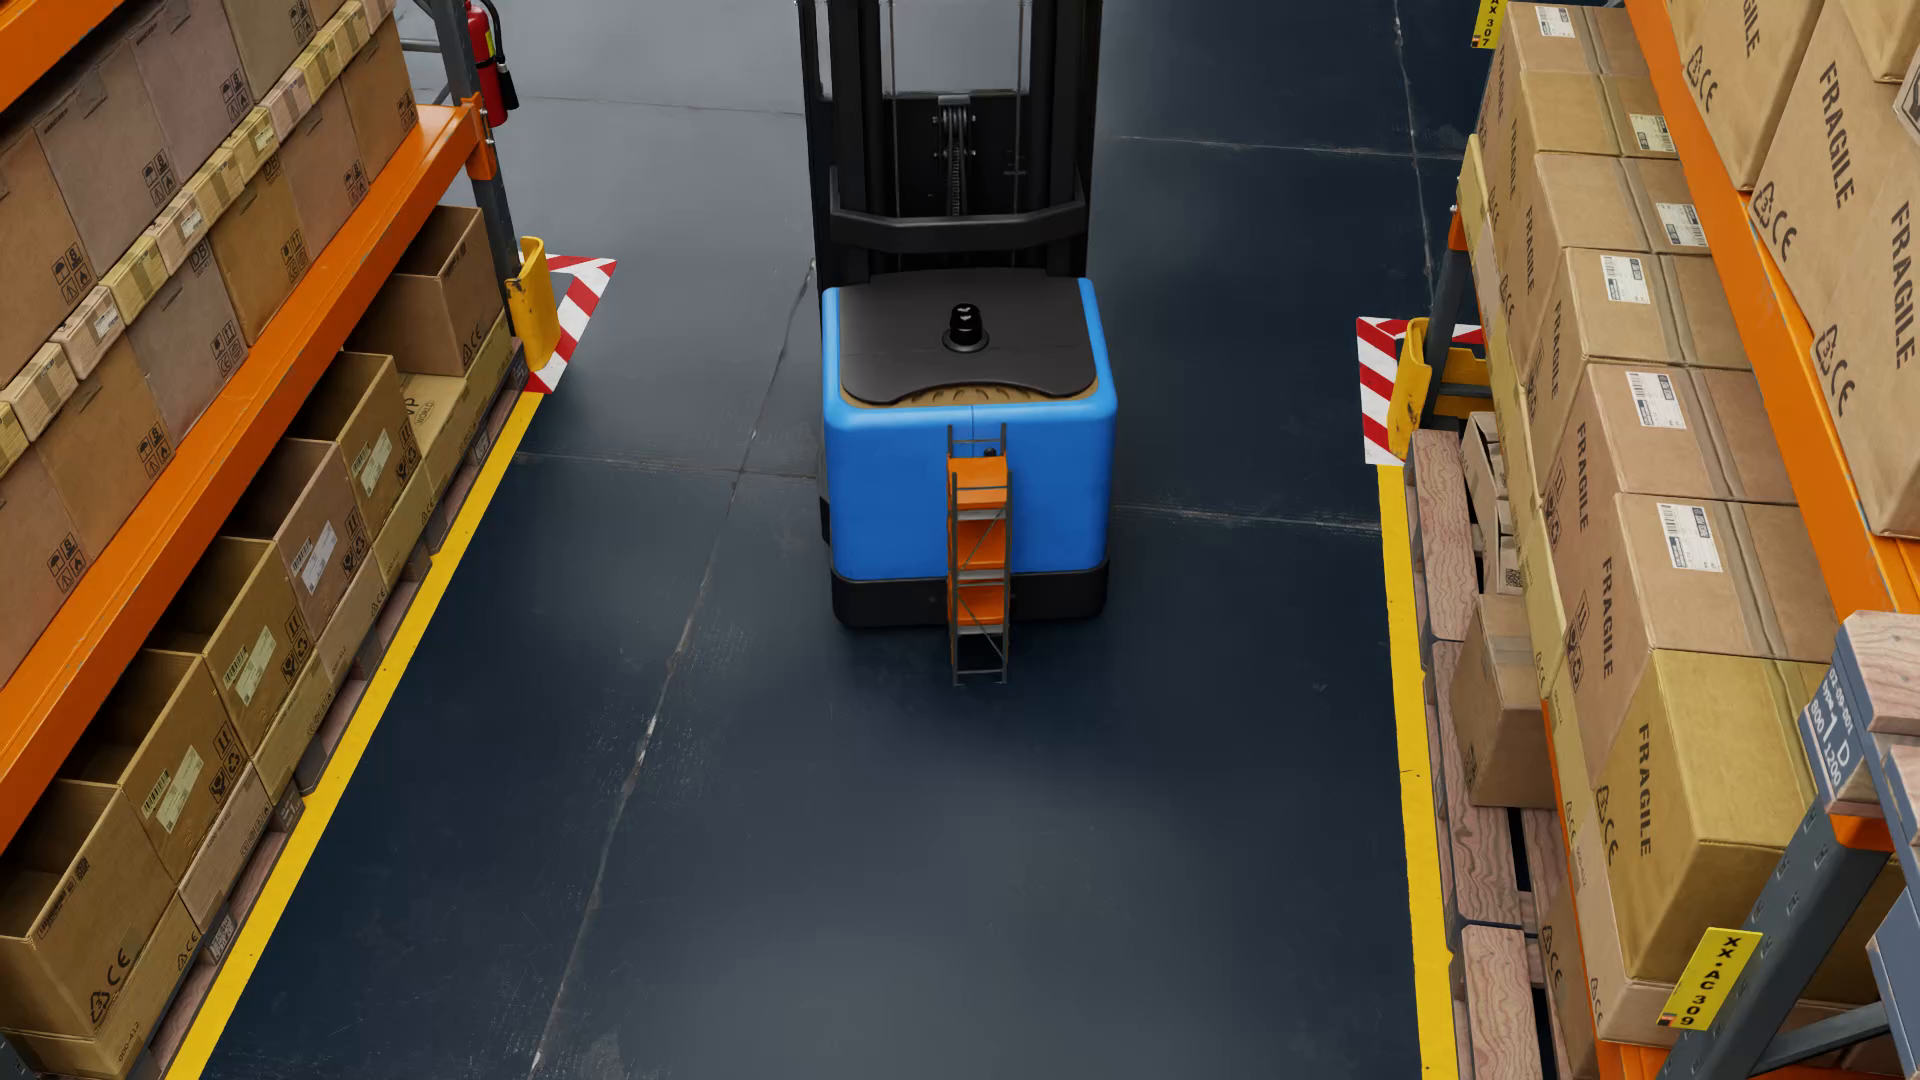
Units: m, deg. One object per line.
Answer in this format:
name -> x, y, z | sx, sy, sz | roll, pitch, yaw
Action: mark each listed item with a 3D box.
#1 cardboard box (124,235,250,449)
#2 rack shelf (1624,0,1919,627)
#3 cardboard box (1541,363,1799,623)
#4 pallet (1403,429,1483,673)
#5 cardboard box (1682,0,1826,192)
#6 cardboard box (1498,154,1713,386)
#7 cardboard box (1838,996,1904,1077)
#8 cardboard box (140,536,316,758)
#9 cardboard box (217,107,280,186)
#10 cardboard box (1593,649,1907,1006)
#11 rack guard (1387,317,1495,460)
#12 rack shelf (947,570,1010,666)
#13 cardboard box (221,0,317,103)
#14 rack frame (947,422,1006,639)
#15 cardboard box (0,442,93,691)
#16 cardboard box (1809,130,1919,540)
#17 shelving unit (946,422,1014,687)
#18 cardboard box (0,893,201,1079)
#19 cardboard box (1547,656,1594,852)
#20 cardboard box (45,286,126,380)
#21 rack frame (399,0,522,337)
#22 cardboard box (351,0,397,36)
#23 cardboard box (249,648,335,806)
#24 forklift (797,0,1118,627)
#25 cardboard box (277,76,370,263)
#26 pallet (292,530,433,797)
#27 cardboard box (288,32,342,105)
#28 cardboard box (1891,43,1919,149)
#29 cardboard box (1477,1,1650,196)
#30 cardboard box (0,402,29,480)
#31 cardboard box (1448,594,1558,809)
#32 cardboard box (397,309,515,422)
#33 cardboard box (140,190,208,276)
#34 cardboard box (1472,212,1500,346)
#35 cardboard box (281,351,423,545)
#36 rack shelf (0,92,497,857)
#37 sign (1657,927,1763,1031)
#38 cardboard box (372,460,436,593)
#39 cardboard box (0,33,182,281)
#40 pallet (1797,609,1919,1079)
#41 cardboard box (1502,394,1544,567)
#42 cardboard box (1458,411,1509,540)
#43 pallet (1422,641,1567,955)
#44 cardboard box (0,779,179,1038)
cardboard box -> -2.733, -0.664, 5.196 | 0.700, 0.500, 0.500 | 6, 44, 7
rack shelf -> 2.190, -1.017, 3.984 | 1.077, 0.370, 4.000 | 5, 44, 6
cardboard box -> 1.819, -0.084, 4.206 | 0.500, 0.500, 0.500 | 4, 44, 4
pallet -> 2.302, 0.063, 6.530 | 1.003, 0.211, 1.213 | 5, 44, 6
cardboard box -> 1.862, -1.050, 3.408 | 0.500, 0.500, 0.500 | 4, 44, 4
cardboard box -> 1.944, -0.791, 4.953 | 0.500, 0.500, 0.500 | 4, 44, 4
cardboard box -> 2.200, 0.921, 3.691 | 0.500, 0.250, 0.500 | 6, 44, 6
cardboard box -> -2.481, 0.331, 5.368 | 0.500, 0.500, 0.500 | 5, 44, 6
cardboard box -> -2.455, -1.291, 5.387 | 0.380, 0.149, 0.250 | 6, 44, 7
cardboard box -> 1.681, 0.599, 3.485 | 0.500, 0.500, 0.500 | 5, 44, 5
rack guard -> 2.444, -0.592, 7.012 | 1.175, 0.500, 0.348 | 5, 44, 6
rack shelf -> 0.065, 0.282, 6.108 | 0.215, 0.259, 0.240 | -3, 43, -3
cardboard box -> -2.602, -1.795, 5.448 | 0.700, 0.500, 0.500 | 4, 44, 4
rack frame -> 0.057, -0.011, 5.998 | 0.200, 1.050, 0.008 | -3, 43, -3
cardboard box -> -2.869, 0.027, 4.467 | 0.700, 0.500, 0.500 | 5, 44, 5
cardboard box -> 1.748, -0.327, 2.645 | 0.500, 0.500, 0.500 | 6, 44, 7
shelving unit -> 0.065, 0.073, 5.910 | 0.215, 1.050, 0.252 | -3, 43, -3
cardboard box -> -2.623, 1.284, 4.907 | 0.500, 0.250, 0.500 | 5, 44, 6
cardboard box -> 1.762, 0.532, 4.101 | 0.500, 0.250, 0.500 | 5, 44, 6
cardboard box -> -2.591, -0.589, 4.646 | 0.380, 0.149, 0.250 | 4, 44, 4
rack frame -> -2.456, -2.000, 6.680 | 1.000, 3.000, 0.127 | 5, 44, 6
cardboard box -> -2.318, -1.994, 6.129 | 0.380, 0.149, 0.250 | 5, 44, 5
cardboard box -> -2.481, 0.603, 5.625 | 0.500, 0.250, 0.500 | 5, 44, 6
forklift -> -0.052, -1.738, 6.454 | 1.130, 2.935, 3.031 | -3, 43, -3
cardboard box -> -2.595, -1.360, 5.932 | 0.700, 0.500, 0.500 | 6, 44, 7
pallet -> -2.680, 0.367, 6.209 | 1.003, 0.211, 1.213 | 5, 44, 6
cardboard box -> -2.385, -1.641, 5.757 | 0.380, 0.149, 0.250 | 5, 44, 5
cardboard box -> 1.723, -0.688, 2.298 | 0.500, 0.500, 0.500 | 2, 43, 2
cardboard box -> 2.093, -1.479, 5.679 | 0.500, 0.500, 0.500 | 5, 44, 6
cardboard box -> -2.659, -0.237, 4.274 | 0.380, 0.149, 0.250 | 5, 44, 5
cardboard box -> 2.052, 0.543, 5.492 | 0.700, 0.500, 0.500 | 3, 44, 3
cardboard box -> -2.234, -0.761, 7.067 | 0.500, 0.250, 0.500 | 5, 44, 6
cardboard box -> -2.521, -0.936, 5.013 | 0.380, 0.149, 0.250 | 5, 44, 5
cardboard box -> 2.021, -0.846, 5.556 | 0.500, 0.250, 0.500 | 4, 44, 4
cardboard box -> -2.350, -0.350, 6.088 | 0.500, 0.500, 0.500 | 5, 44, 6
rack shelf -> -2.721, -0.375, 5.488 | 1.077, 0.370, 4.000 | 5, 44, 6
sign -> 1.387, 0.816, 3.077 | 0.100, 0.325, 0.005 | 5, 44, 6
cardboard box -> -2.353, -0.078, 6.346 | 0.500, 0.250, 0.500 | 5, 44, 6
cardboard box -> -2.734, -1.110, 4.724 | 0.700, 0.500, 0.500 | 5, 44, 6
pallet -> 1.738, 0.564, 1.927 | 1.213, 0.211, 1.003 | 5, 44, 6
cardboard box -> 1.878, -0.155, 4.826 | 0.500, 0.250, 0.500 | 6, 44, 6
cardboard box -> 2.274, -0.272, 6.491 | 0.500, 0.311, 0.500 | 1, 43, 1
pallet -> 2.138, 0.892, 5.654 | 1.003, 0.211, 1.213 | 5, 44, 6
cardboard box -> -2.614, 1.013, 4.648 | 0.500, 0.500, 0.500 | 5, 44, 6
